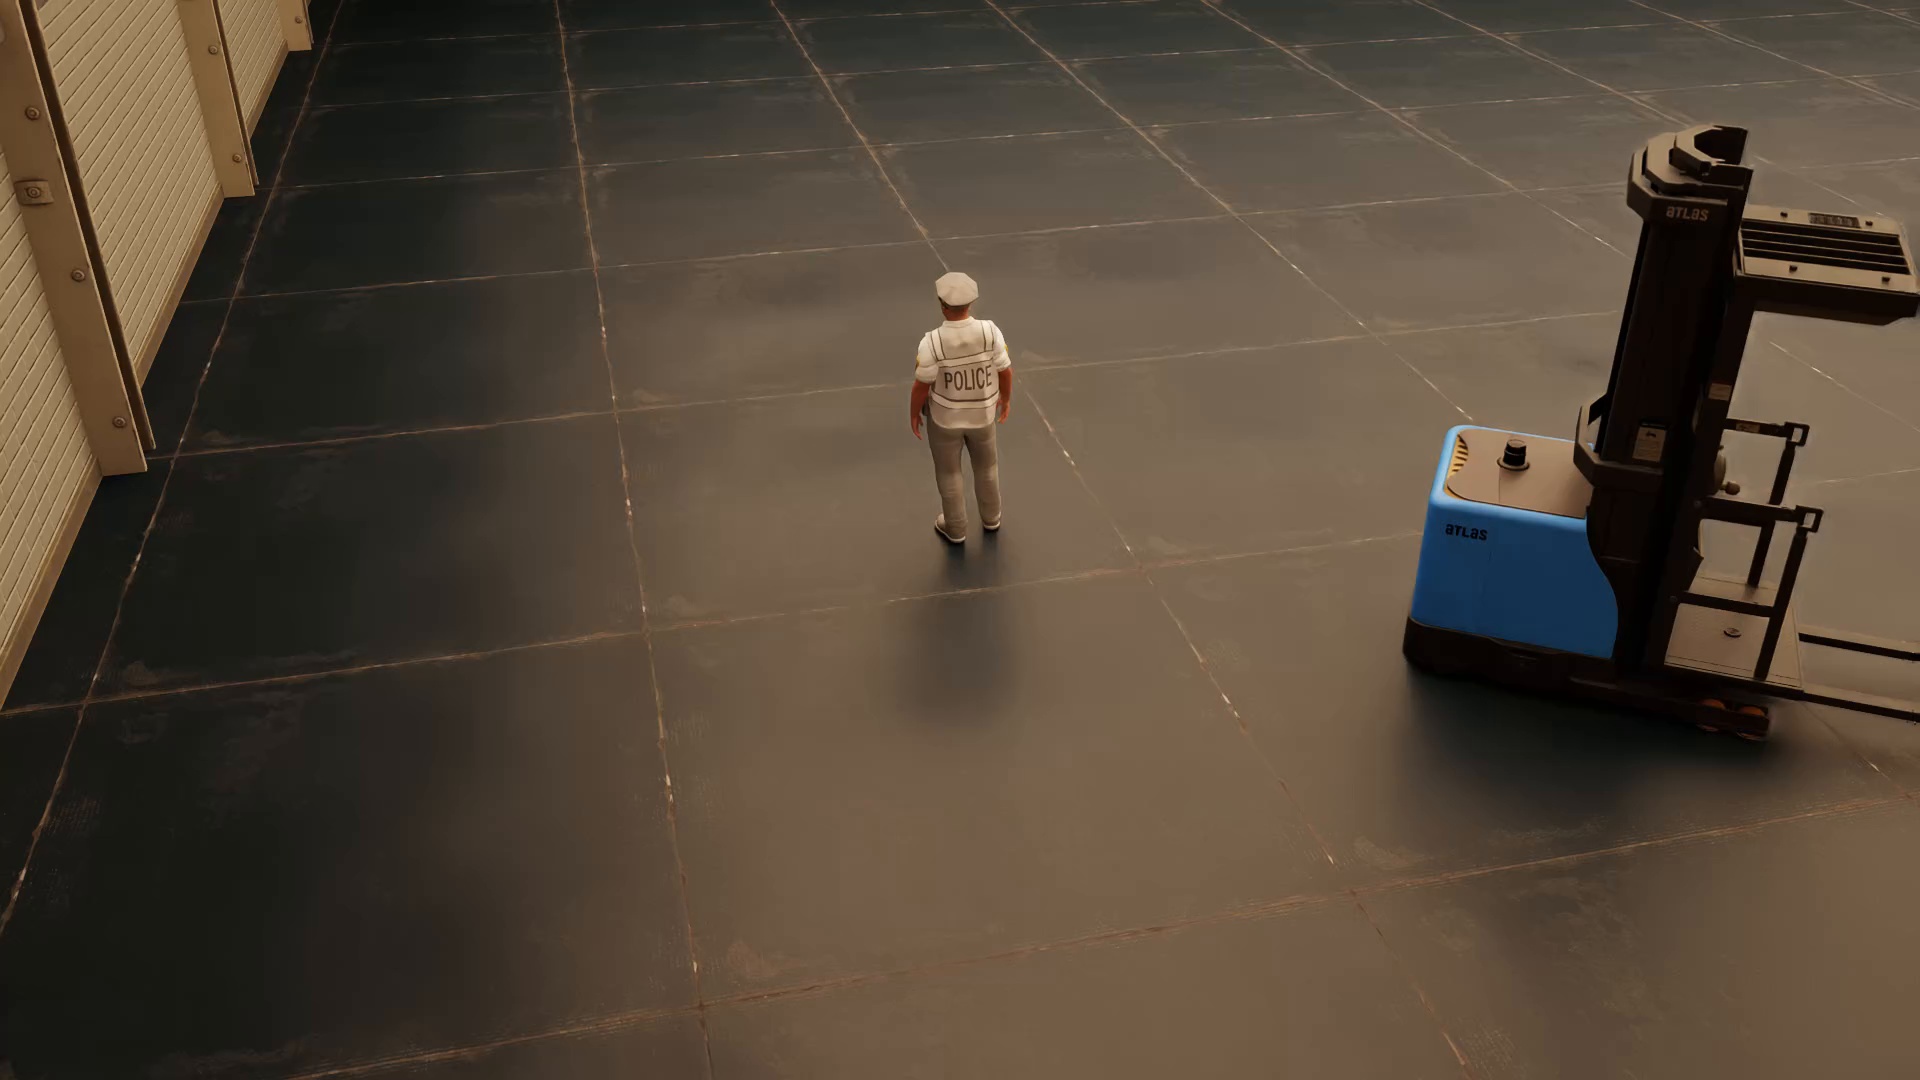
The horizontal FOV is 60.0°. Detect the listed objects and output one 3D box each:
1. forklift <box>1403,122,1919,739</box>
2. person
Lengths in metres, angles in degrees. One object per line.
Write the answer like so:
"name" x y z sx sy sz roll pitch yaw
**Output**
"forklift" 4.043 -0.529 8.489 3.031 2.935 1.130 11 32 18
"person" -0.006 -0.816 10.118 0.640 1.781 0.575 -7 31 -12
